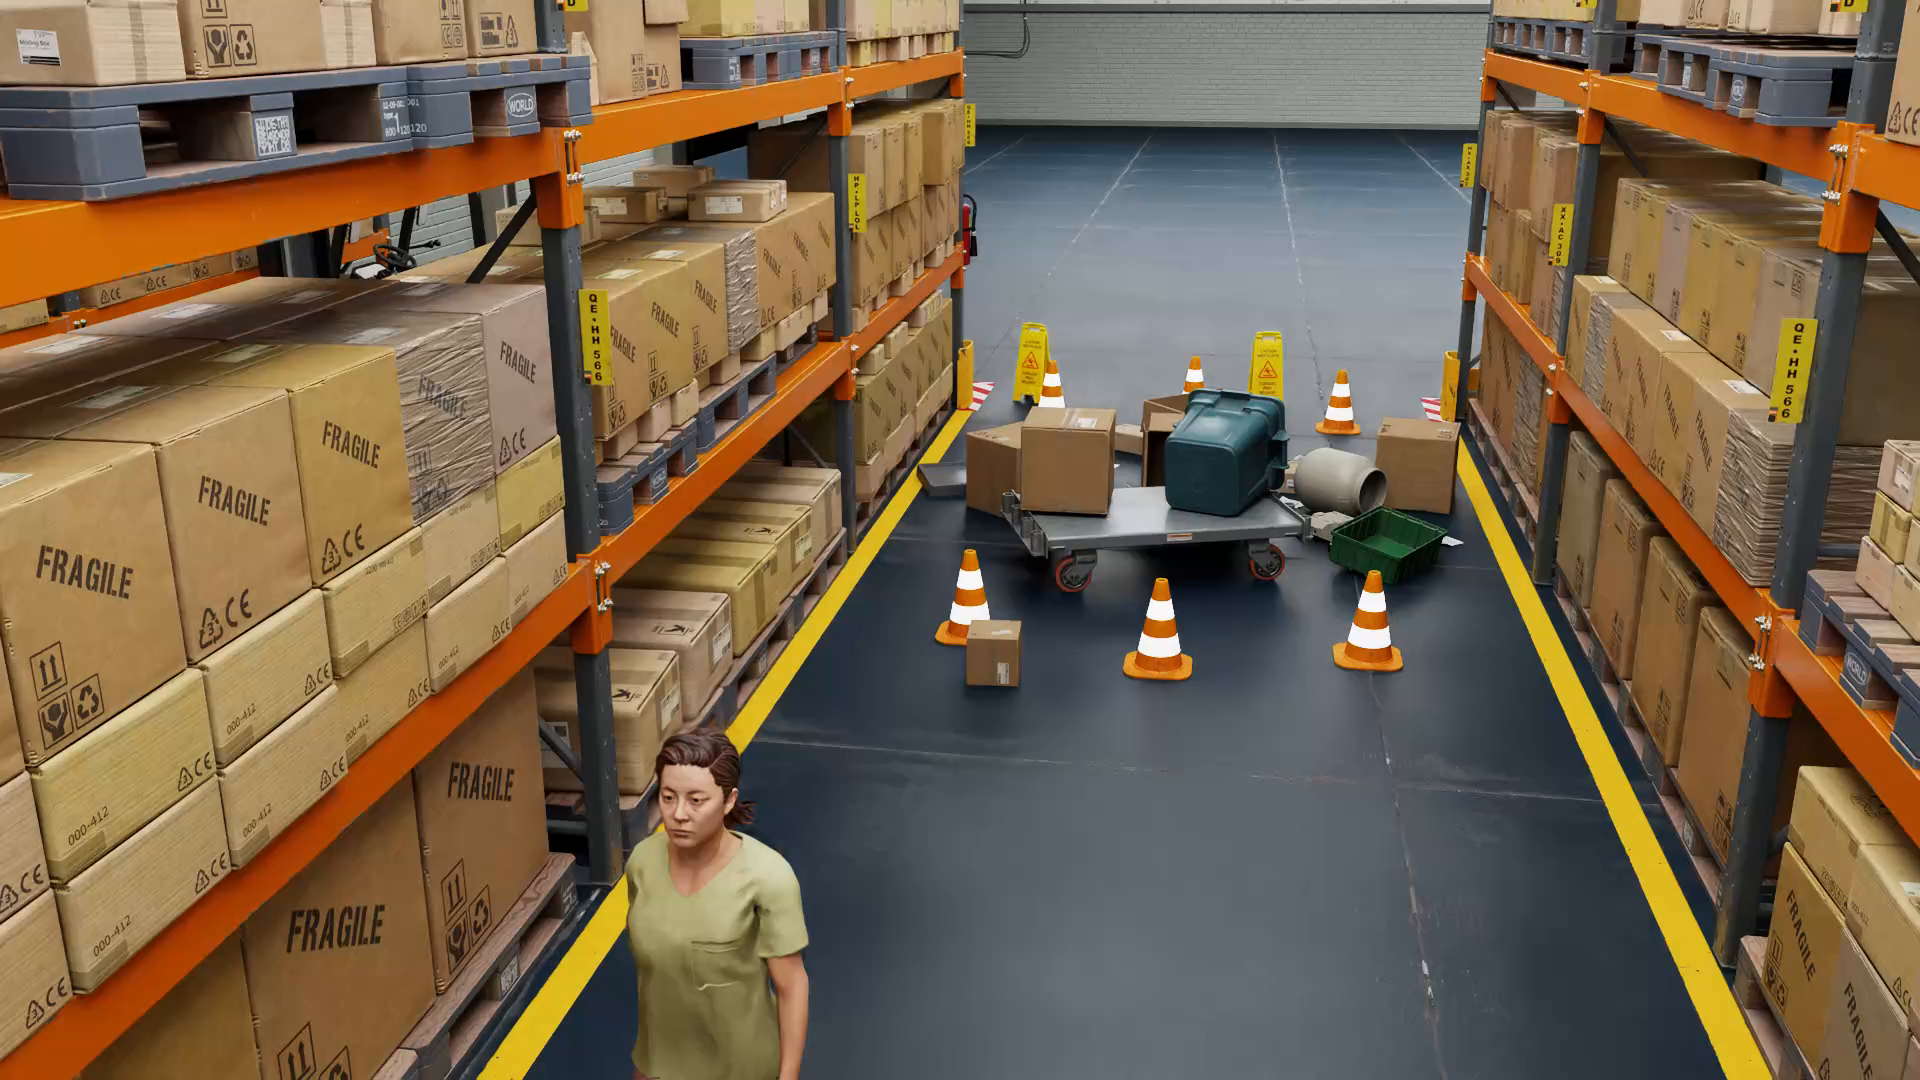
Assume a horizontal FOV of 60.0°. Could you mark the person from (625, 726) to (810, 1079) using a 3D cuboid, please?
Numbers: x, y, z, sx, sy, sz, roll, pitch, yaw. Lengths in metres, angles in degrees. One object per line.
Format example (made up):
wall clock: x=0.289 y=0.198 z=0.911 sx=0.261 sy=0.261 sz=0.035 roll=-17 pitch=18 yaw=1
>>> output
person: x=-0.571 y=1.221 z=3.756 sx=0.468 sy=1.614 sz=0.987 roll=3 pitch=18 yaw=9
